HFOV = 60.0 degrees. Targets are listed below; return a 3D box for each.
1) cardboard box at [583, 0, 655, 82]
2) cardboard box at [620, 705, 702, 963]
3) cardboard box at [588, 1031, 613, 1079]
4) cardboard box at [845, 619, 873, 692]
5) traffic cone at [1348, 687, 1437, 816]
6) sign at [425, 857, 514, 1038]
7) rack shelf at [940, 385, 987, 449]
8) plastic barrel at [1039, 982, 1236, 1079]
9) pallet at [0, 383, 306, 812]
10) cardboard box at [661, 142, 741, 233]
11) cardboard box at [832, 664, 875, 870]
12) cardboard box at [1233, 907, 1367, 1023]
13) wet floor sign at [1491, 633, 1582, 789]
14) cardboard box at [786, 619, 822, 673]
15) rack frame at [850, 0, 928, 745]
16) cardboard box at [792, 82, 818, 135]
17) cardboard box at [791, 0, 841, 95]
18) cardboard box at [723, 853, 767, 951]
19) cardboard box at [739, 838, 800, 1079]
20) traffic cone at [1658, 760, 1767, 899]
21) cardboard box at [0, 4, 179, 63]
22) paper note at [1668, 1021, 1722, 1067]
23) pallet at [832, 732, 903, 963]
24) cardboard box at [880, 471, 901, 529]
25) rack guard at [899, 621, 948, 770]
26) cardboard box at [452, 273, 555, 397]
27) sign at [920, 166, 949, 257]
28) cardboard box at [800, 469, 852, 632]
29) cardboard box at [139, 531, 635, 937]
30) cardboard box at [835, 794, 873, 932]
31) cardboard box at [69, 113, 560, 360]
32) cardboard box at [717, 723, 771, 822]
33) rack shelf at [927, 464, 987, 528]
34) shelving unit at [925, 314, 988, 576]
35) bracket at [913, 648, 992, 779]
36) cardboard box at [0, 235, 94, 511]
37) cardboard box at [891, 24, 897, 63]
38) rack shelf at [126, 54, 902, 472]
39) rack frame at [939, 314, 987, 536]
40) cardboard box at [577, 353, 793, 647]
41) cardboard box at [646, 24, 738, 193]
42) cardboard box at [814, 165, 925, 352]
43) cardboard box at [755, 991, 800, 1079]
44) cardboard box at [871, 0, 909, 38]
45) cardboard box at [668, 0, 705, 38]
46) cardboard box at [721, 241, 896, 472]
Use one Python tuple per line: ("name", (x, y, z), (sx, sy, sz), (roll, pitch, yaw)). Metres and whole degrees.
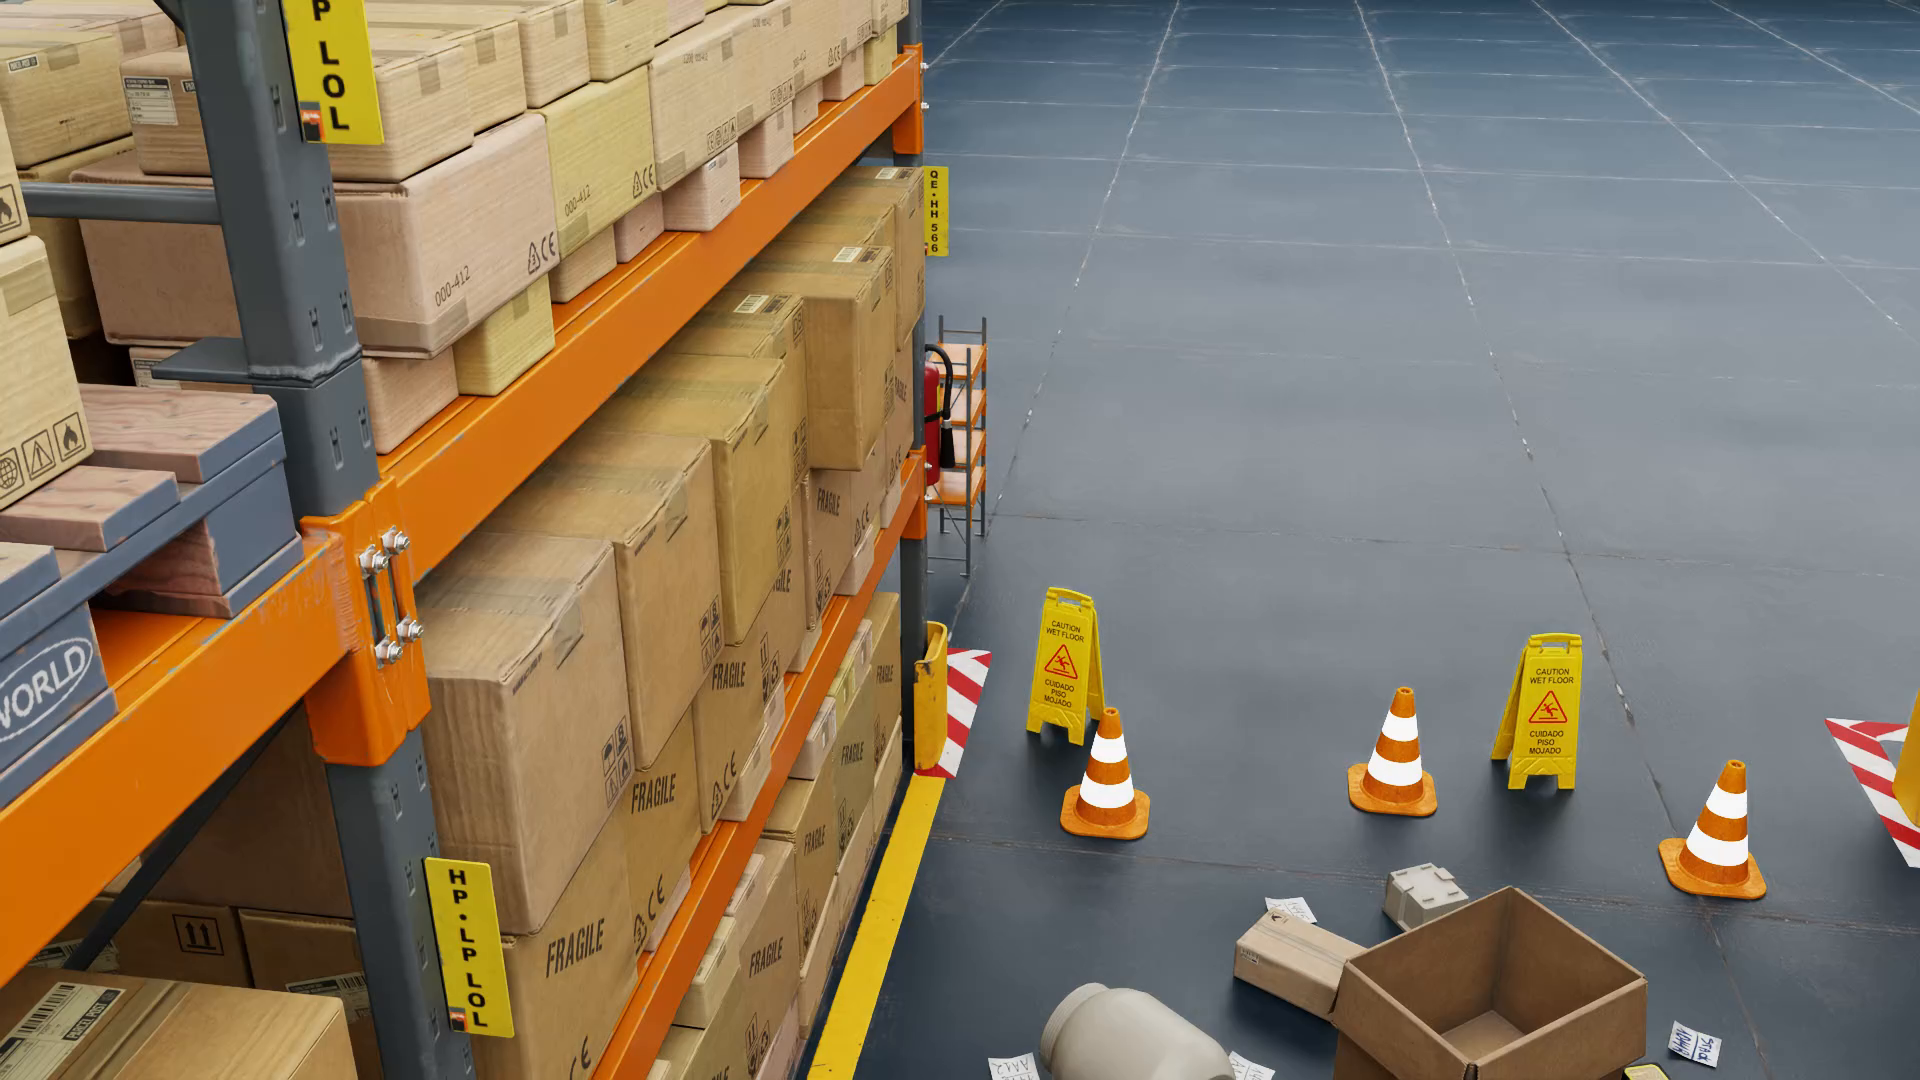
("cardboard box", (-0.781, -0.935, 3.027), (0.380, 0.149, 0.250), (4, 25, 8))
("cardboard box", (-0.884, 0.552, 3.563), (0.500, 0.500, 0.500), (4, 25, 8))
("cardboard box", (-0.932, 1.003, 3.364), (0.380, 0.149, 0.250), (5, 26, 10))
("cardboard box", (-0.503, 0.368, 5.523), (0.380, 0.149, 0.250), (5, 26, 10))
("traffic cone", (1.717, 0.788, 6.520), (0.336, 0.463, 0.334), (4, 25, 9))
("sign", (-0.741, 0.621, 2.519), (0.100, 0.325, 0.005), (4, 25, 9))
("rack shelf", (-0.027, -0.616, 8.281), (0.258, 0.148, 0.480), (4, 25, 9))
("plastic barrel", (0.520, 1.571, 4.894), (0.421, 0.421, 0.512), (-20, 32, -36))
("pallet", (-1.496, 0.086, 1.712), (1.213, 0.211, 1.003), (4, 25, 9))
("cardboard box", (-0.699, -0.783, 3.642), (0.380, 0.149, 0.250), (4, 25, 7))
("cardboard box", (-0.592, 0.723, 5.532), (0.500, 0.500, 0.500), (5, 26, 10))
("cardboard box", (1.143, 1.414, 5.553), (0.380, 0.149, 0.250), (19, 31, 35))
("wet floor sign", (2.315, 0.653, 6.594), (0.267, 0.644, 0.232), (0, 25, -1))
("cardboard box", (-0.626, 0.260, 4.952), (0.380, 0.149, 0.250), (4, 25, 8))
("rack frame", (-0.636, -0.565, 6.418), (1.000, 3.000, 0.127), (4, 25, 9))
("cardboard box", (-0.605, -1.217, 4.569), (0.380, 0.149, 0.250), (4, 25, 8))
("cardboard box", (-0.617, -1.330, 4.340), (0.500, 0.250, 0.500), (5, 25, 10))
("cardboard box", (-0.724, 0.926, 4.332), (0.380, 0.149, 0.250), (5, 26, 12))
("cardboard box", (-0.765, 1.154, 4.609), (0.500, 0.500, 0.500), (5, 26, 11))
("traffic cone", (2.776, 1.009, 6.049), (0.336, 0.463, 0.334), (4, 25, 9))
("cardboard box", (-1.486, -0.759, 2.651), (0.380, 0.149, 0.250), (3, 25, 7))
("paper note", (2.340, 1.602, 5.293), (0.144, 0.017, 0.142), (13, 28, 26))
("pallet", (-0.816, 1.067, 6.220), (1.003, 0.211, 1.213), (4, 25, 9))
("cardboard box", (-0.418, -0.166, 5.863), (0.380, 0.149, 0.250), (4, 25, 8))
("rack guard", (-0.648, 0.599, 6.880), (1.175, 0.500, 0.348), (4, 25, 9))
("cardboard box", (-0.896, -0.355, 2.729), (0.380, 0.149, 0.250), (4, 25, 9))
("sign", (-3.740, -0.998, 2.291), (6.174, 3.135, 7.992), (4, 25, 9))
("cardboard box", (-0.624, -0.080, 4.915), (0.500, 0.500, 0.500), (4, 25, 8))
("cardboard box", (-1.004, 0.307, 2.909), (0.700, 0.500, 0.500), (4, 25, 8))
("cardboard box", (-0.595, 1.063, 5.688), (0.500, 0.250, 0.500), (4, 25, 9))
("cardboard box", (-0.948, -0.482, 2.529), (0.500, 0.250, 0.500), (3, 25, 7))
("cardboard box", (-0.703, 0.578, 4.273), (0.380, 0.149, 0.250), (4, 25, 9))
("rack shelf", (-0.027, -0.233, 8.460), (0.258, 0.148, 0.480), (4, 25, 9))
("shelving unit", (-0.027, -0.474, 8.348), (0.258, 1.200, 0.503), (4, 25, 9))
("bracket", (-0.604, 0.689, 7.278), (1.378, 0.001, 1.079), (4, 25, 9))
("cardboard box", (-1.242, -0.118, 1.607), (0.500, 0.250, 0.500), (4, 25, 7))
("cardboard box", (-0.418, -1.641, 5.475), (0.380, 0.149, 0.250), (4, 25, 9))
("rack shelf", (-0.963, -0.849, 4.106), (0.919, 0.124, 3.809), (4, 25, 9))
("rack frame", (0.013, -0.576, 8.566), (0.240, 1.200, 0.015), (4, 25, 9))
("cardboard box", (-0.790, -0.114, 3.806), (0.700, 0.500, 0.500), (3, 25, 7))
("cardboard box", (-0.778, -0.907, 3.437), (0.500, 0.250, 0.500), (4, 25, 9))
("cardboard box", (-0.504, -0.969, 5.633), (0.700, 0.500, 0.500), (3, 25, 7))
("cardboard box", (-0.767, 1.489, 4.778), (0.500, 0.250, 0.500), (4, 25, 8))
("cardboard box", (-0.454, -1.757, 5.254), (0.500, 0.250, 0.500), (4, 25, 8))
("cardboard box", (-0.757, -1.155, 3.497), (0.380, 0.149, 0.250), (4, 25, 8))
("cardboard box", (-0.576, -0.537, 4.711), (0.700, 0.500, 0.500), (4, 25, 8))
